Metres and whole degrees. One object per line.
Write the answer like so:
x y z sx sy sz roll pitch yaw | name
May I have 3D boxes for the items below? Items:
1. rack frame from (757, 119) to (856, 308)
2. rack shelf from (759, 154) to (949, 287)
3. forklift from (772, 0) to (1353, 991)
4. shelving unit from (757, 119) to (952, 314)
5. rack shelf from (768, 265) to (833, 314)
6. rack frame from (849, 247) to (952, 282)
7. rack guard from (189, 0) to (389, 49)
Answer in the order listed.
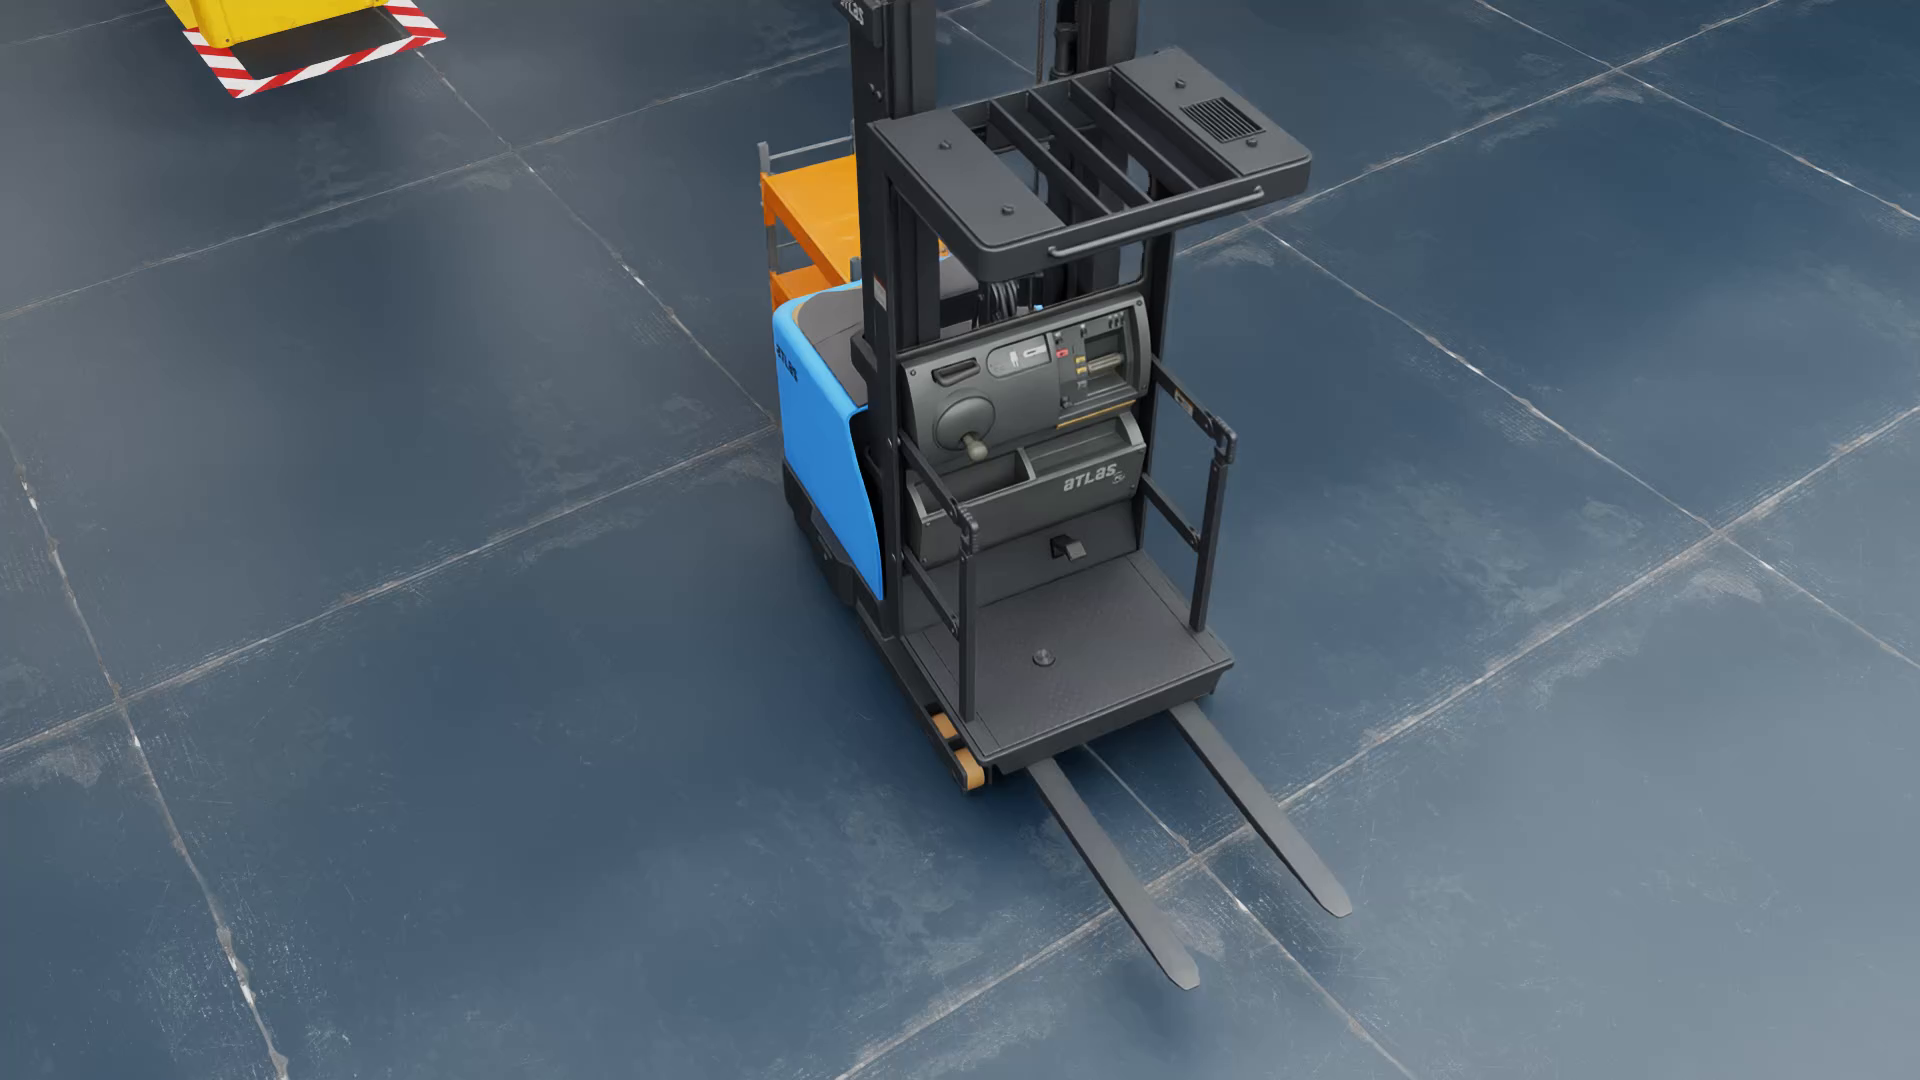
-0.684 -1.444 7.939 0.500 1.125 0.032 -19 47 -19 | rack frame
-0.454 -1.343 7.409 0.538 0.278 1.000 -19 47 -19 | rack shelf
0.344 -0.474 5.615 1.130 2.935 3.031 -19 47 -19 | forklift
-0.454 -1.131 7.611 0.538 1.125 1.048 -19 47 -19 | shelving unit
-0.454 -0.954 7.780 0.538 0.278 1.000 -19 47 -19 | rack shelf
-0.224 -0.818 7.283 0.500 1.125 0.032 -19 47 -19 | rack frame
-4.316 -3.590 10.640 1.175 0.500 0.348 -26 49 -24 | rack guard
